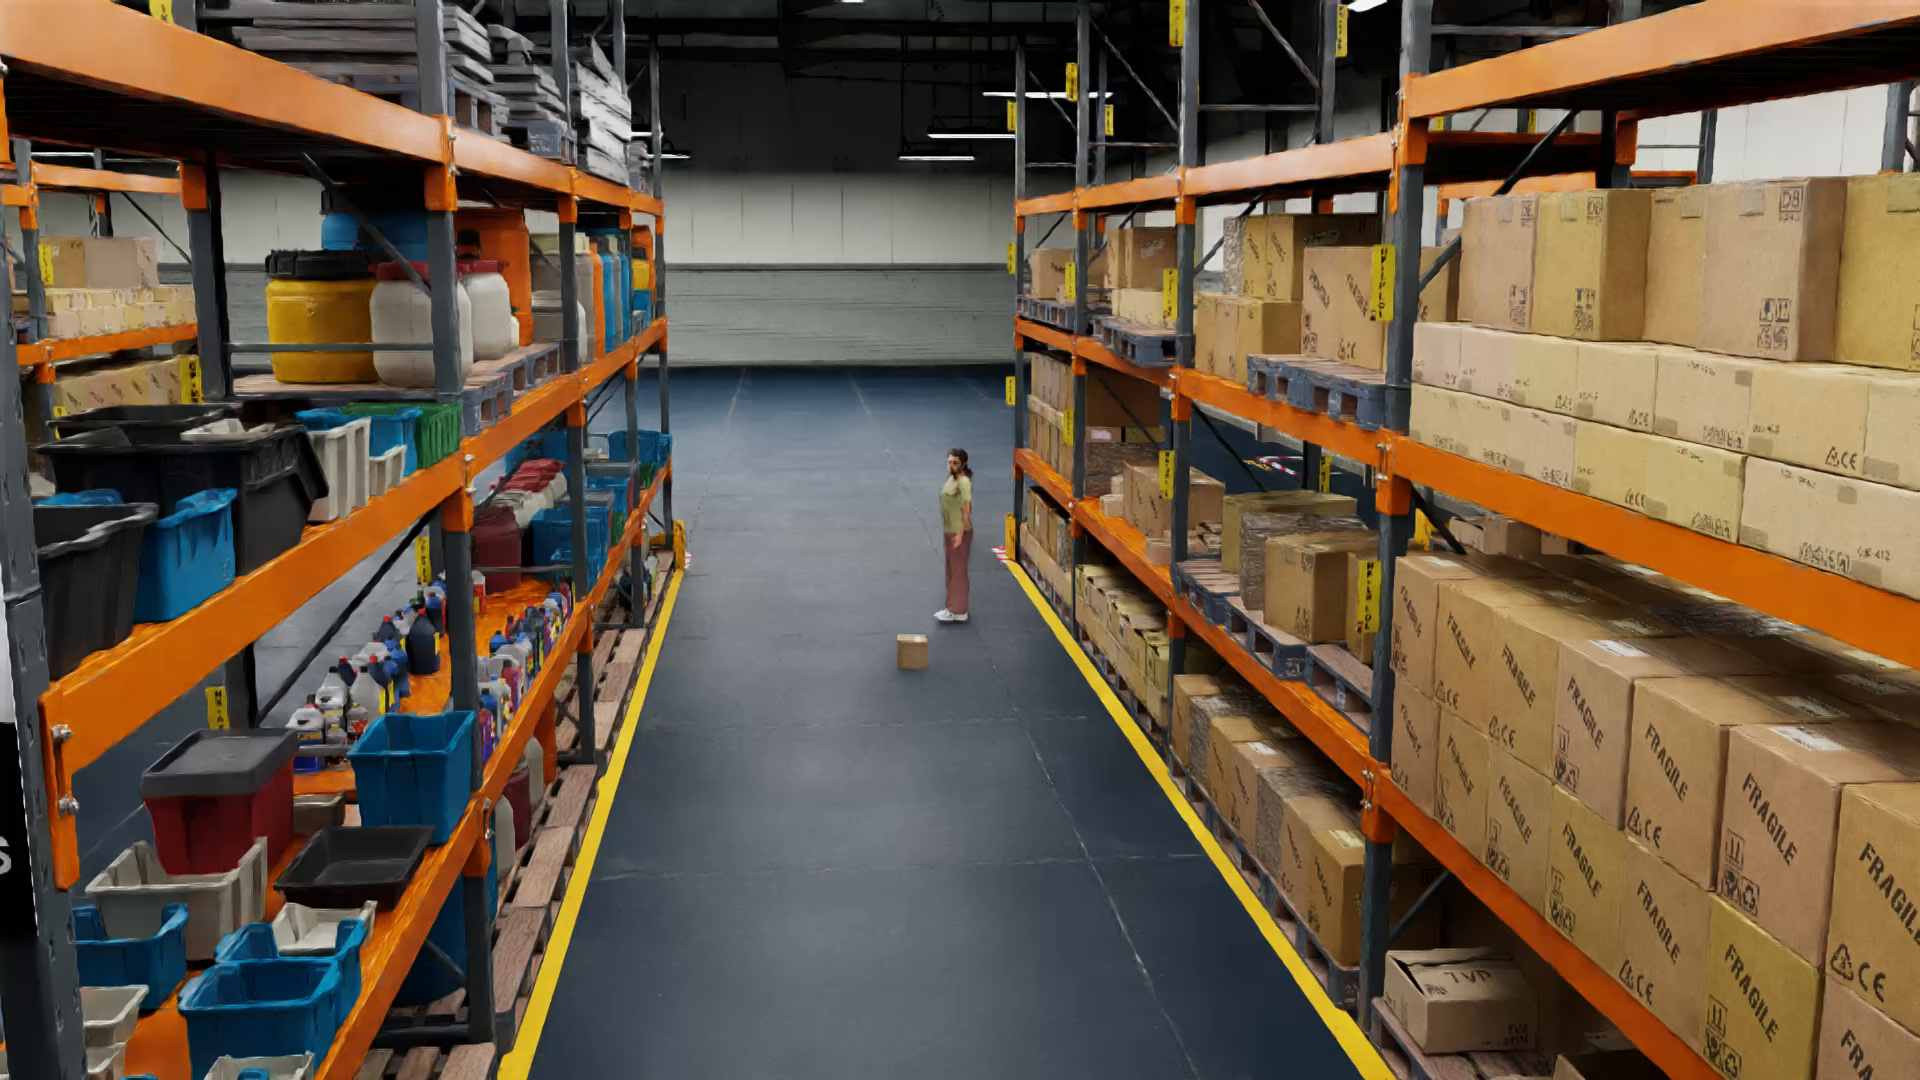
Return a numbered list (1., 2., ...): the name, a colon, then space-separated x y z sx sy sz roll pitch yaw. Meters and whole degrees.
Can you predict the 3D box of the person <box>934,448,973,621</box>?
1. person: -0.055 -0.046 16.165 0.390 1.708 0.484 -3 11 -17
